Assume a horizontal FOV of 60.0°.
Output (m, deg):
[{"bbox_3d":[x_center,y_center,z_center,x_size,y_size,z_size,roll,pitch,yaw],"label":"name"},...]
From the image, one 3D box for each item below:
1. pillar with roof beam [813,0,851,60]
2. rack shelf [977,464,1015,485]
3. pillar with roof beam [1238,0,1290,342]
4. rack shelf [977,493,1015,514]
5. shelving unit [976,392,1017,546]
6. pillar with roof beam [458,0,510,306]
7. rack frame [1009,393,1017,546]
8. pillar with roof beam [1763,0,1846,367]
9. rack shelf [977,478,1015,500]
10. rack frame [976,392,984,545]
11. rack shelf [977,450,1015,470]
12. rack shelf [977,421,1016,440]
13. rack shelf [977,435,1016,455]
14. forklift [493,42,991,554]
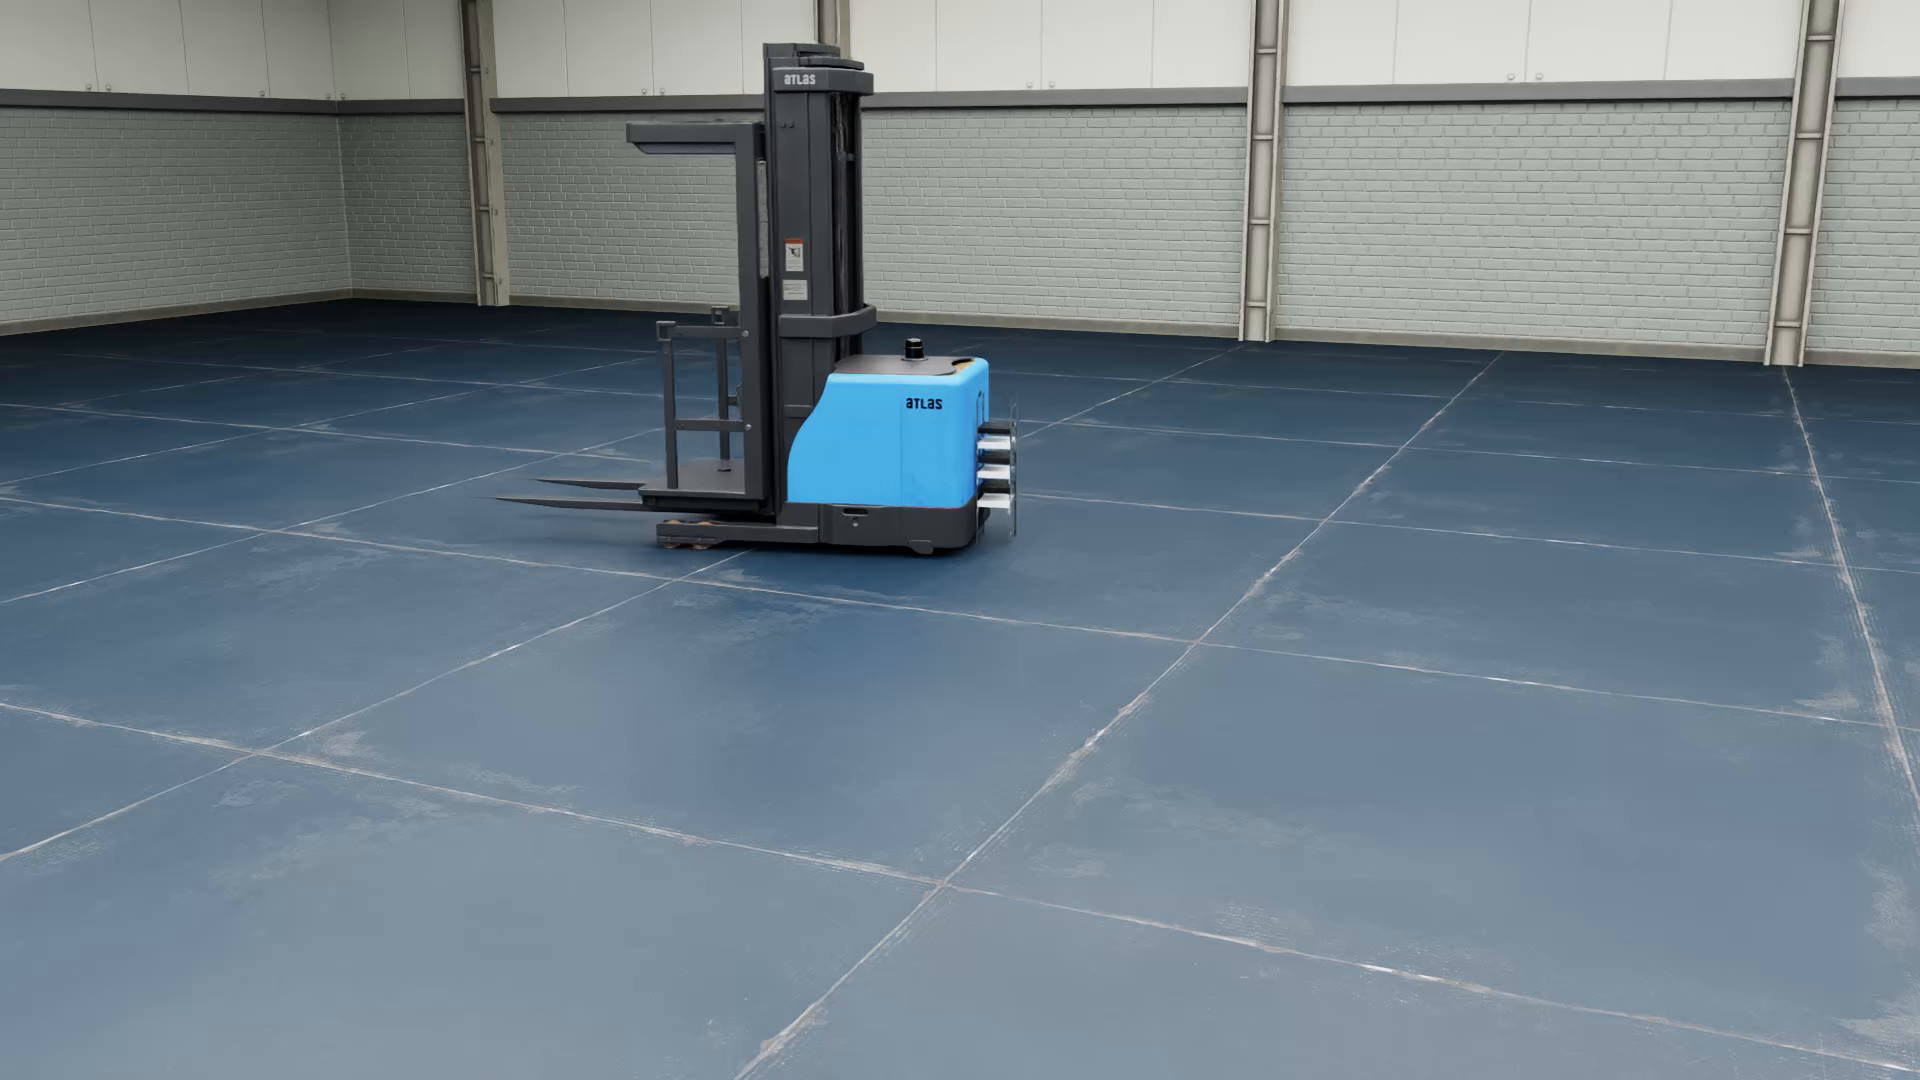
[{"bbox_3d":[-3.476,-6.567,18.542,0.400,9.000,9.100,6,14,23],"label":"pillar with roof beam"},{"bbox_3d":[0.225,-0.399,10.132,0.200,0.077,0.258,2,13,10],"label":"rack shelf"},{"bbox_3d":[2.010,-6.012,16.177,0.400,9.000,9.100,6,14,23],"label":"pillar with roof beam"},{"bbox_3d":[0.225,-0.224,10.173,0.200,0.077,0.258,2,13,10],"label":"rack shelf"},{"bbox_3d":[0.225,-0.432,10.124,0.210,0.900,0.258,2,13,10],"label":"shelving unit"},{"bbox_3d":[-8.962,-7.122,20.908,0.400,9.000,9.100,6,14,23],"label":"pillar with roof beam"},{"bbox_3d":[0.325,-0.427,10.106,0.006,0.900,0.240,2,13,10],"label":"rack frame"},{"bbox_3d":[7.496,-5.457,13.811,0.400,9.000,9.100,6,14,23],"label":"pillar with roof beam"},{"bbox_3d":[0.225,-0.312,10.152,0.200,0.077,0.258,2,13,10],"label":"rack shelf"},{"bbox_3d":[0.125,-0.436,10.142,0.006,0.900,0.240,2,13,10],"label":"rack frame"},{"bbox_3d":[0.225,-0.487,10.111,0.200,0.077,0.258,2,13,10],"label":"rack shelf"},{"bbox_3d":[0.225,-0.662,10.070,0.200,0.077,0.258,2,13,10],"label":"rack shelf"},{"bbox_3d":[0.225,-0.574,10.091,0.200,0.077,0.258,2,13,10],"label":"rack shelf"},{"bbox_3d":[-1.374,-1.485,10.169,3.031,2.935,1.130,2,13,10],"label":"forklift"}]
